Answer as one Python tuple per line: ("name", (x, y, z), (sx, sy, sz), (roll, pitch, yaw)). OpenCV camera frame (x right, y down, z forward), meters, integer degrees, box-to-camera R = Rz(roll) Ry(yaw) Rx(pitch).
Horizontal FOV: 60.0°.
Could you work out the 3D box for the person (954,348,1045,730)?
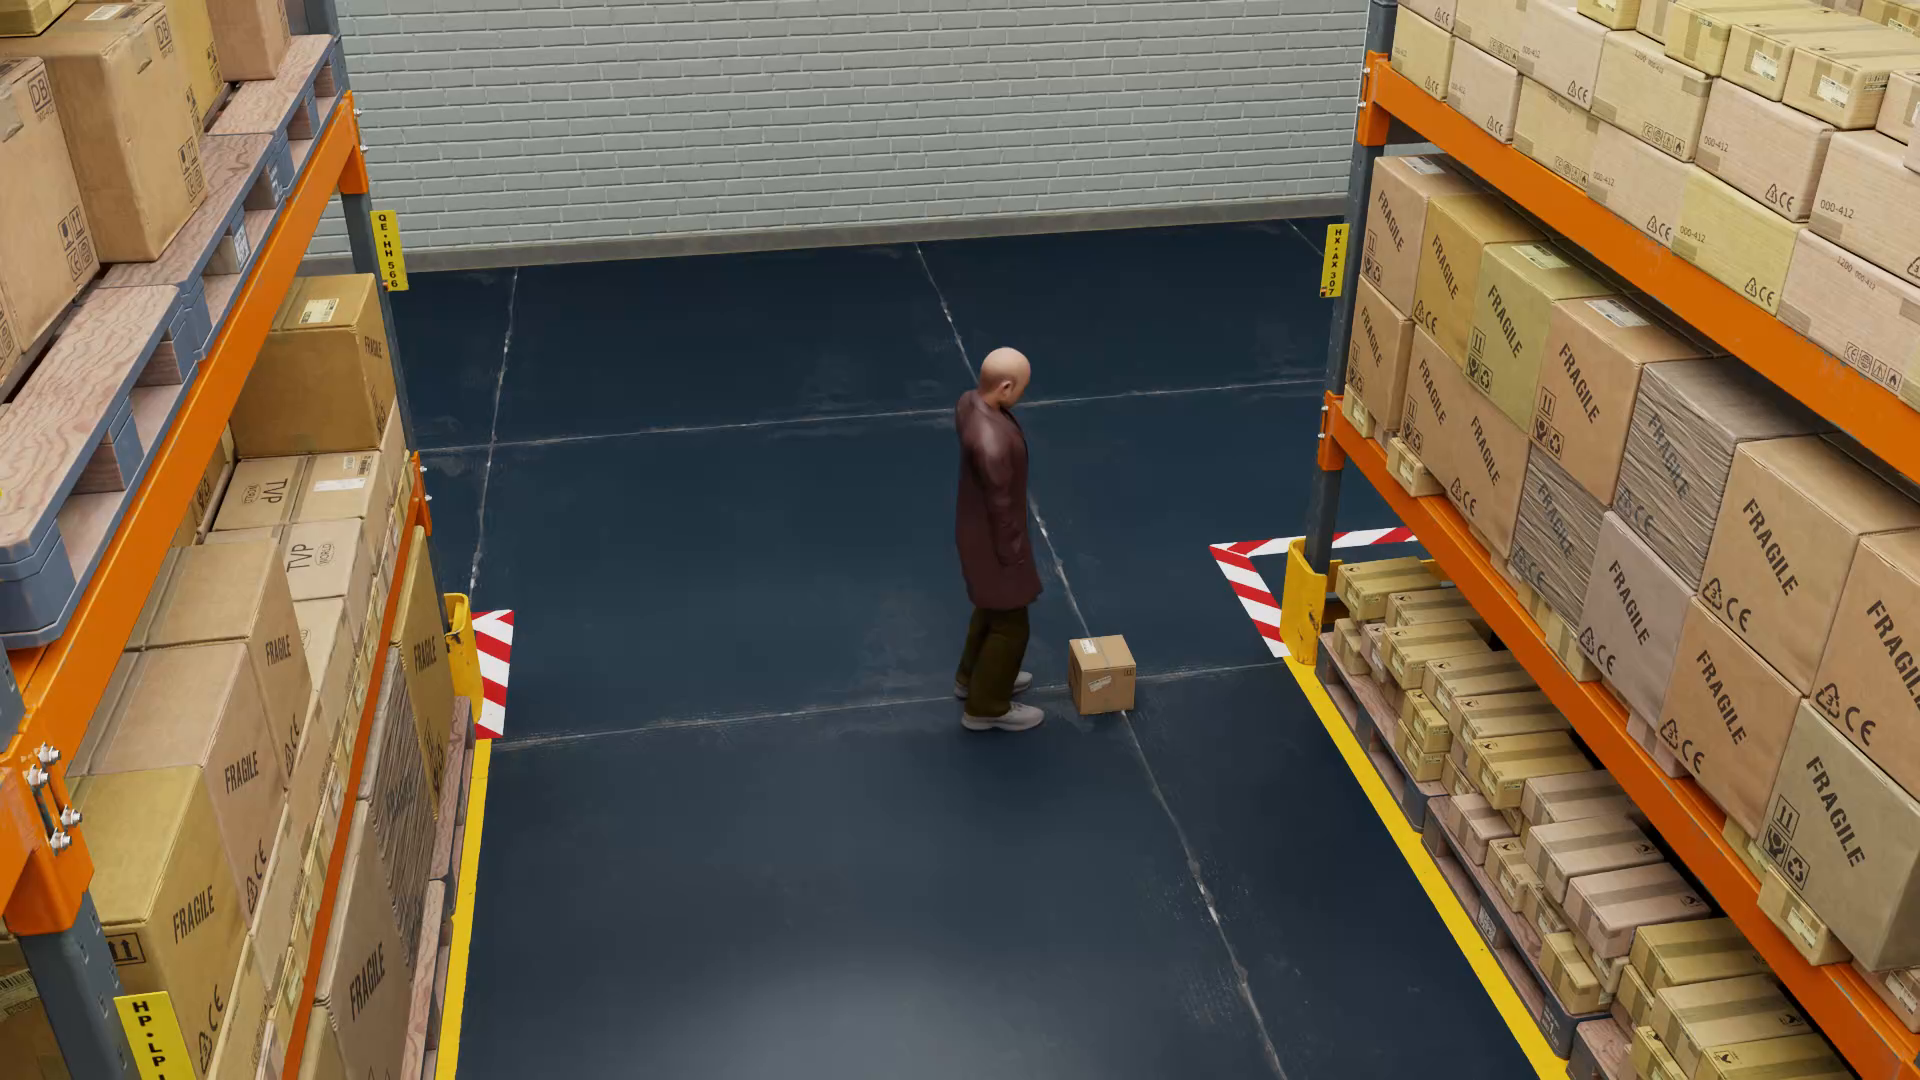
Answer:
("person", (0.170, 0.051, 7.222), (0.380, 1.623, 0.569), (-5, 31, -8))
